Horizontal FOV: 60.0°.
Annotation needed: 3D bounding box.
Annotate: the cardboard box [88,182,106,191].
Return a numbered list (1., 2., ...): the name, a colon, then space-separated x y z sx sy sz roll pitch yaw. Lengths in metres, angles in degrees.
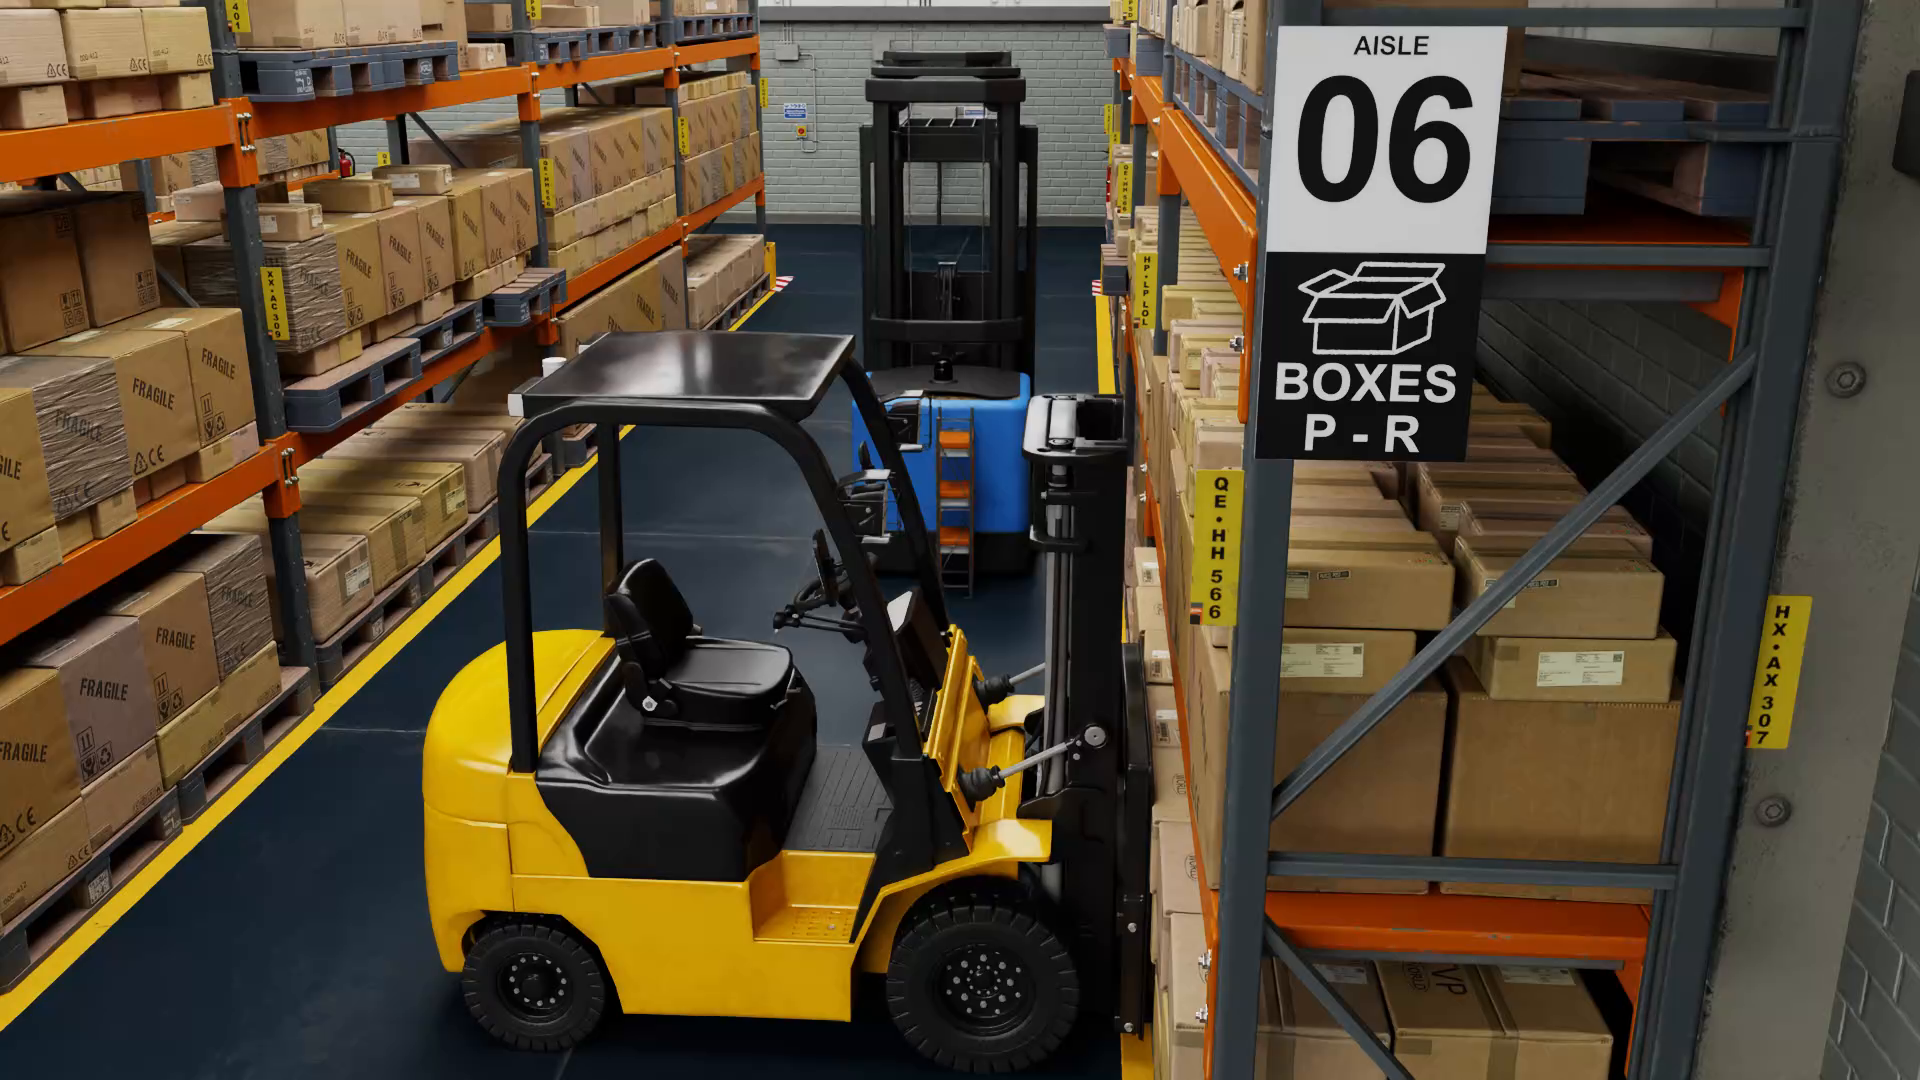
1. cardboard box: -7.830 -3.090 14.766 0.380 0.149 0.250 1 18 4

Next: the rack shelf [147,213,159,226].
1. rack shelf: -8.124 -2.256 13.645 1.077 0.370 4.000 1 18 4

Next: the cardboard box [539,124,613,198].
1. cardboard box: -2.966 -2.882 12.635 0.500 0.500 0.500 2 18 5

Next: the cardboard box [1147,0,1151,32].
1. cardboard box: 1.260 -2.972 8.863 0.500 0.500 0.500 2 18 5

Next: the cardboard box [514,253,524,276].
1. cardboard box: -3.059 -1.785 10.784 0.380 0.149 0.250 2 18 5

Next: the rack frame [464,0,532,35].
1. rack frame: -3.323 -4.748 10.462 1.000 3.000 0.127 1 18 4

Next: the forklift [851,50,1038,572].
1. forklift: -0.059 -1.614 10.643 1.130 2.935 3.031 1 18 2

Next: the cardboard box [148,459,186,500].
1. cardboard box: -3.436 -0.272 6.839 0.380 0.149 0.250 1 18 4

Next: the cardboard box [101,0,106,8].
1. cardboard box: -3.465 -2.075 6.245 0.380 0.149 0.250 2 18 5

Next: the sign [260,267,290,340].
1. sign: -3.068 -1.057 7.440 0.100 0.325 0.005 1 18 4

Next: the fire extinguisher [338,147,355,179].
1. fire extinguisher: -7.216 -4.315 19.497 0.296 0.674 0.183 1 18 4

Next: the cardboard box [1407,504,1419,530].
1. cardboard box: 1.396 0.003 4.393 0.380 0.149 0.250 1 18 2

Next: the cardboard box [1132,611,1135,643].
1. cardboard box: 0.999 0.468 7.117 0.500 0.250 0.500 1 18 4

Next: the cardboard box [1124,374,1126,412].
1. cardboard box: 1.525 -1.253 12.770 0.500 0.500 0.500 2 18 6

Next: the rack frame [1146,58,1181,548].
1. rack frame: 1.341 -0.545 7.270 1.000 3.000 0.127 1 18 4

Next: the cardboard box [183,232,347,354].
1. cardboard box: -3.290 -1.182 7.902 0.500 0.500 0.500 2 18 5

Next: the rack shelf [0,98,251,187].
1. rack shelf: -3.753 -1.117 5.354 1.077 0.370 4.000 1 18 4

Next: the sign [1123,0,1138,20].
1. sign: 1.087 -3.471 10.552 0.100 0.325 0.005 1 18 4

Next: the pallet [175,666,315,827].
1. pallet: -3.623 0.880 7.399 1.003 0.211 1.213 1 18 4

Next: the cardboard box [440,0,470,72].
1. cardboard box: -3.401 -3.076 10.015 0.700 0.500 0.500 1 18 4

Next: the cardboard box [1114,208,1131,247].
1. cardboard box: 1.381 -2.251 12.041 0.500 0.250 0.500 0 18 1

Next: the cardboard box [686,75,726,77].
1. cardboard box: -2.653 -4.778 17.381 0.380 0.149 0.250 1 18 3

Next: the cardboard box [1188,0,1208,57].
1. cardboard box: 0.932 -1.700 5.356 0.396 0.266 0.258 1 18 3

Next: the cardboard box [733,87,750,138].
1. cardboard box: -2.555 -4.586 17.837 0.500 0.500 0.500 1 18 4

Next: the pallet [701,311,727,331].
1. pallet: -2.904 -2.049 16.337 1.003 0.211 1.213 1 18 4

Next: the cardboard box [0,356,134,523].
1. cardboard box: -3.456 -0.379 6.124 0.500 0.500 0.500 2 18 5

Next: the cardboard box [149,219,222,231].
1. cardboard box: -3.771 -1.346 8.401 0.500 0.500 0.500 1 18 4

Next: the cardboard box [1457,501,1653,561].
1. cardboard box: 1.373 0.019 3.867 0.380 0.149 0.250 2 18 6

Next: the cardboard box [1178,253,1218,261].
1. cardboard box: 1.206 -1.410 8.705 0.380 0.149 0.250 1 18 4

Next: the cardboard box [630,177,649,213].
1. cardboard box: -2.885 -2.847 13.732 0.500 0.250 0.500 2 18 5

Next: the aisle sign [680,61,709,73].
1. aisle sign: -3.034 -5.646 18.662 0.394 0.787 0.004 1 18 4

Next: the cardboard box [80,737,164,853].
1. cardboard box: -3.453 0.965 6.401 0.500 0.250 0.500 2 18 5

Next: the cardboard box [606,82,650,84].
1. cardboard box: -3.177 -4.309 15.948 0.380 0.149 0.250 1 18 3

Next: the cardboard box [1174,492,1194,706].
1. cardboard box: 0.911 0.171 4.924 0.500 0.500 0.500 1 18 3

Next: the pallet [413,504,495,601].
1. pallet: -3.471 0.048 9.936 1.003 0.211 1.213 1 18 4

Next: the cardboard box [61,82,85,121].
1. cardboard box: -3.494 -1.622 6.142 0.380 0.149 0.250 1 18 2

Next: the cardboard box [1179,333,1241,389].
1. cardboard box: 0.972 -0.628 5.844 0.380 0.149 0.250 1 18 3

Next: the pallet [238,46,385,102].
1. pallet: -3.459 -2.180 7.744 1.213 0.211 1.003 1 18 4

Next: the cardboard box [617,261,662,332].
1. cardboard box: -3.058 -1.854 14.003 0.875 0.875 0.875 2 18 6

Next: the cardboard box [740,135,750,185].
1. cardboard box: -2.571 -4.118 18.013 0.500 0.500 0.500 1 18 3

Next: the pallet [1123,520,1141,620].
1. pallet: 1.440 0.170 9.564 1.003 0.211 1.213 1 18 4

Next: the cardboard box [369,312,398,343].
1. cardboard box: -3.224 -1.146 8.831 0.380 0.149 0.250 2 18 5

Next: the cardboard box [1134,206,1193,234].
1. cardboard box: 1.311 -2.051 10.662 0.380 0.149 0.250 2 18 6

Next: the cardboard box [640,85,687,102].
1. cardboard box: -2.753 -4.143 15.440 0.380 0.149 0.250 2 18 5

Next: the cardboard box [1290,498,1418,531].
1. cardboard box: 0.857 0.007 3.905 0.380 0.149 0.250 1 18 4

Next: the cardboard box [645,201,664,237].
1. cardboard box: -2.855 -2.765 14.285 0.500 0.250 0.500 1 18 3

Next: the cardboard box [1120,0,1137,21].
1. cardboard box: 1.412 -4.021 12.629 0.380 0.149 0.250 2 18 5

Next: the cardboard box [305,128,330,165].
1. cardboard box: -7.470 -4.504 18.714 0.500 0.500 0.500 2 18 5

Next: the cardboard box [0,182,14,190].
1. cardboard box: -7.926 -2.827 13.486 0.380 0.149 0.250 2 18 6

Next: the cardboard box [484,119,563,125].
1. cardboard box: -3.433 -3.057 13.169 0.500 0.500 0.500 1 18 3

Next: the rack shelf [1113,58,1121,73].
1. rack shelf: 2.058 -4.735 16.393 1.077 0.370 4.000 1 18 4

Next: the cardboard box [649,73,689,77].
1. cardboard box: -3.132 -4.947 17.897 0.380 0.149 0.250 2 18 6

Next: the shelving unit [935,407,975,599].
1. shelving unit: -0.027 -0.207 9.368 0.215 1.050 0.252 1 18 2

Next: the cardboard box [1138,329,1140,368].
1. cardboard box: 1.243 -1.107 9.224 0.500 0.250 0.500 2 18 6

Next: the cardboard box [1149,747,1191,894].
1. cardboard box: 0.833 0.863 5.106 0.500 0.250 0.500 2 18 5

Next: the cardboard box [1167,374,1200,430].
1. cardboard box: 0.936 -0.489 5.897 0.380 0.149 0.250 1 18 3

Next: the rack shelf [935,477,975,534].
1. rack shelf: -0.027 -0.197 9.371 0.215 0.259 0.240 1 18 2
